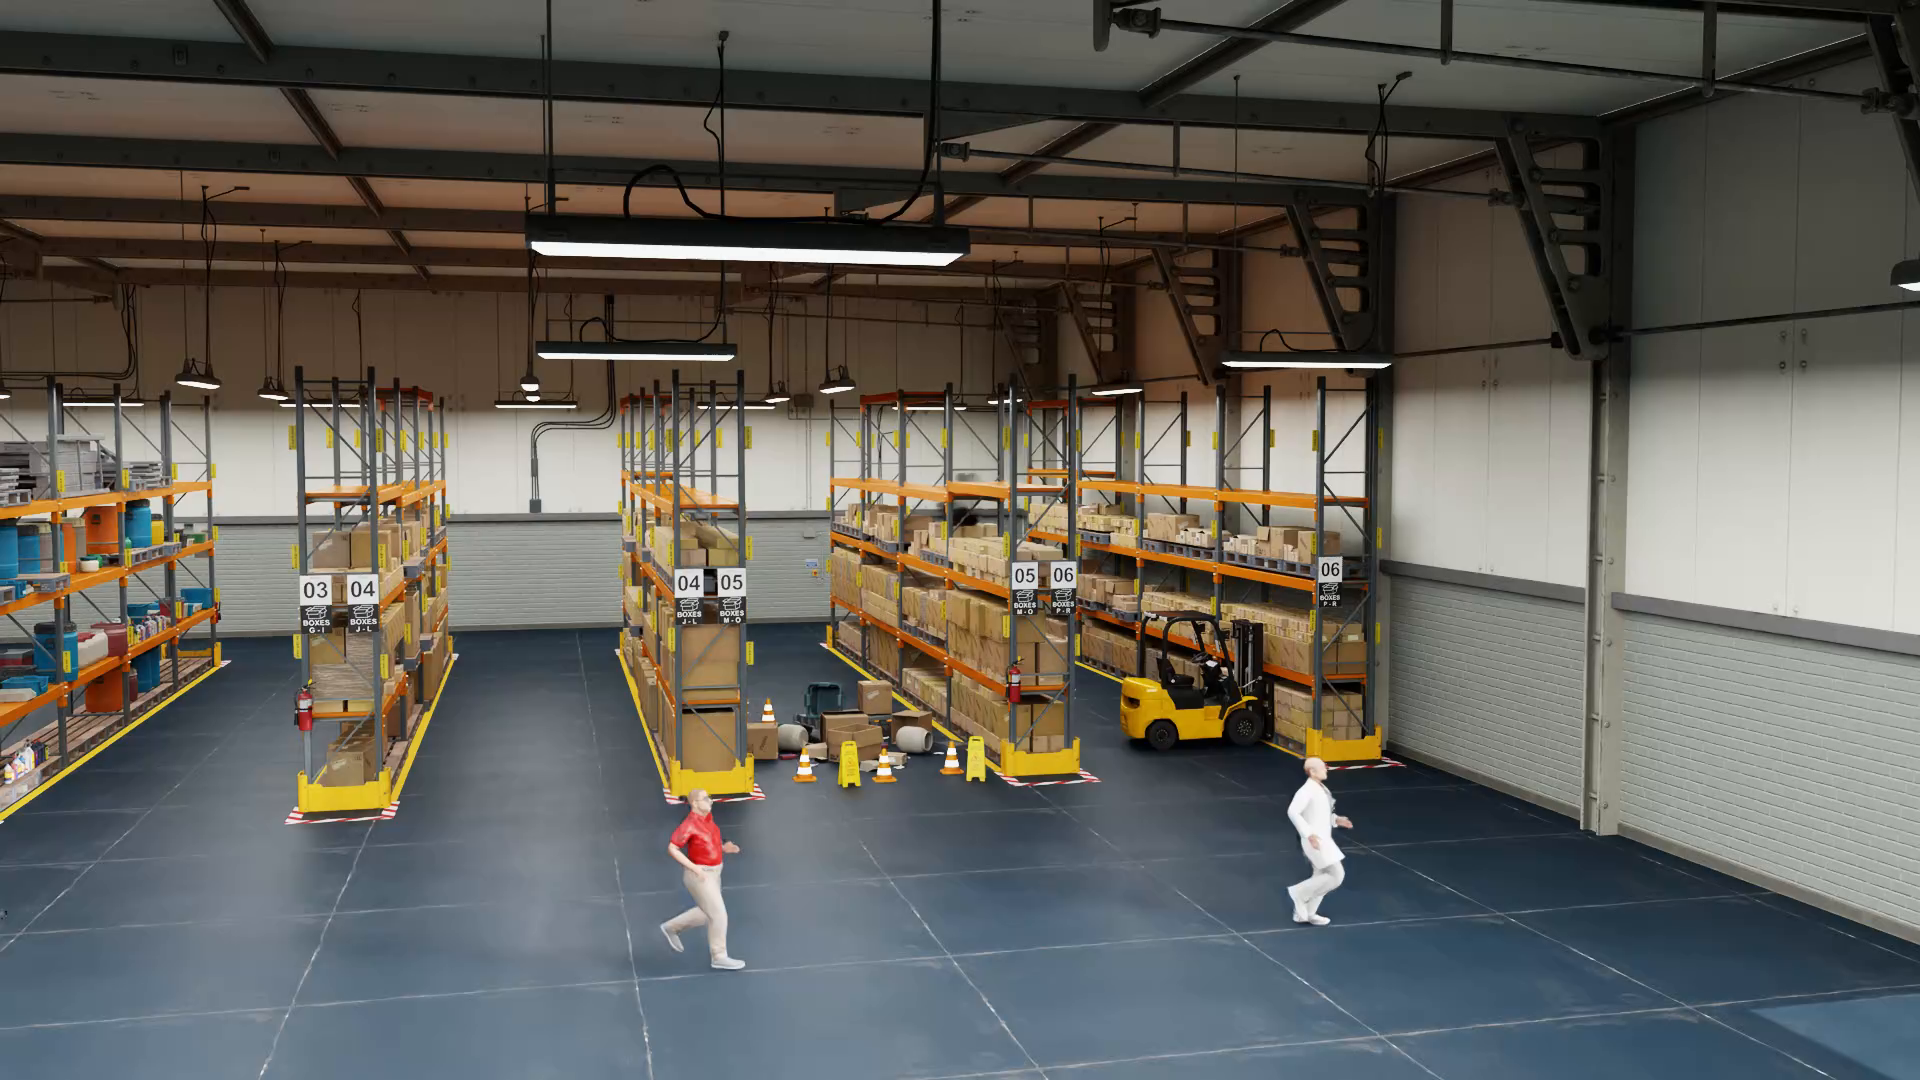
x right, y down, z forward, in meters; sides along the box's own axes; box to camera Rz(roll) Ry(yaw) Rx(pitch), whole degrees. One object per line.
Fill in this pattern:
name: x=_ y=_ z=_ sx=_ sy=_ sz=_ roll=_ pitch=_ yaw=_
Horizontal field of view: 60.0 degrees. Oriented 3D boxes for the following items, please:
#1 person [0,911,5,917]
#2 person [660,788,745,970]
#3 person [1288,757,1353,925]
person: x=-10.425 y=3.037 z=17.317 sx=0.881 sy=1.800 sz=0.645 roll=1 pitch=3 yaw=10
person: x=-2.459 y=3.204 z=15.810 sx=0.873 sy=1.694 sz=0.676 roll=1 pitch=3 yaw=12
person: x=3.719 y=3.109 z=17.128 sx=0.624 sy=1.735 sz=0.701 roll=1 pitch=4 yaw=21
